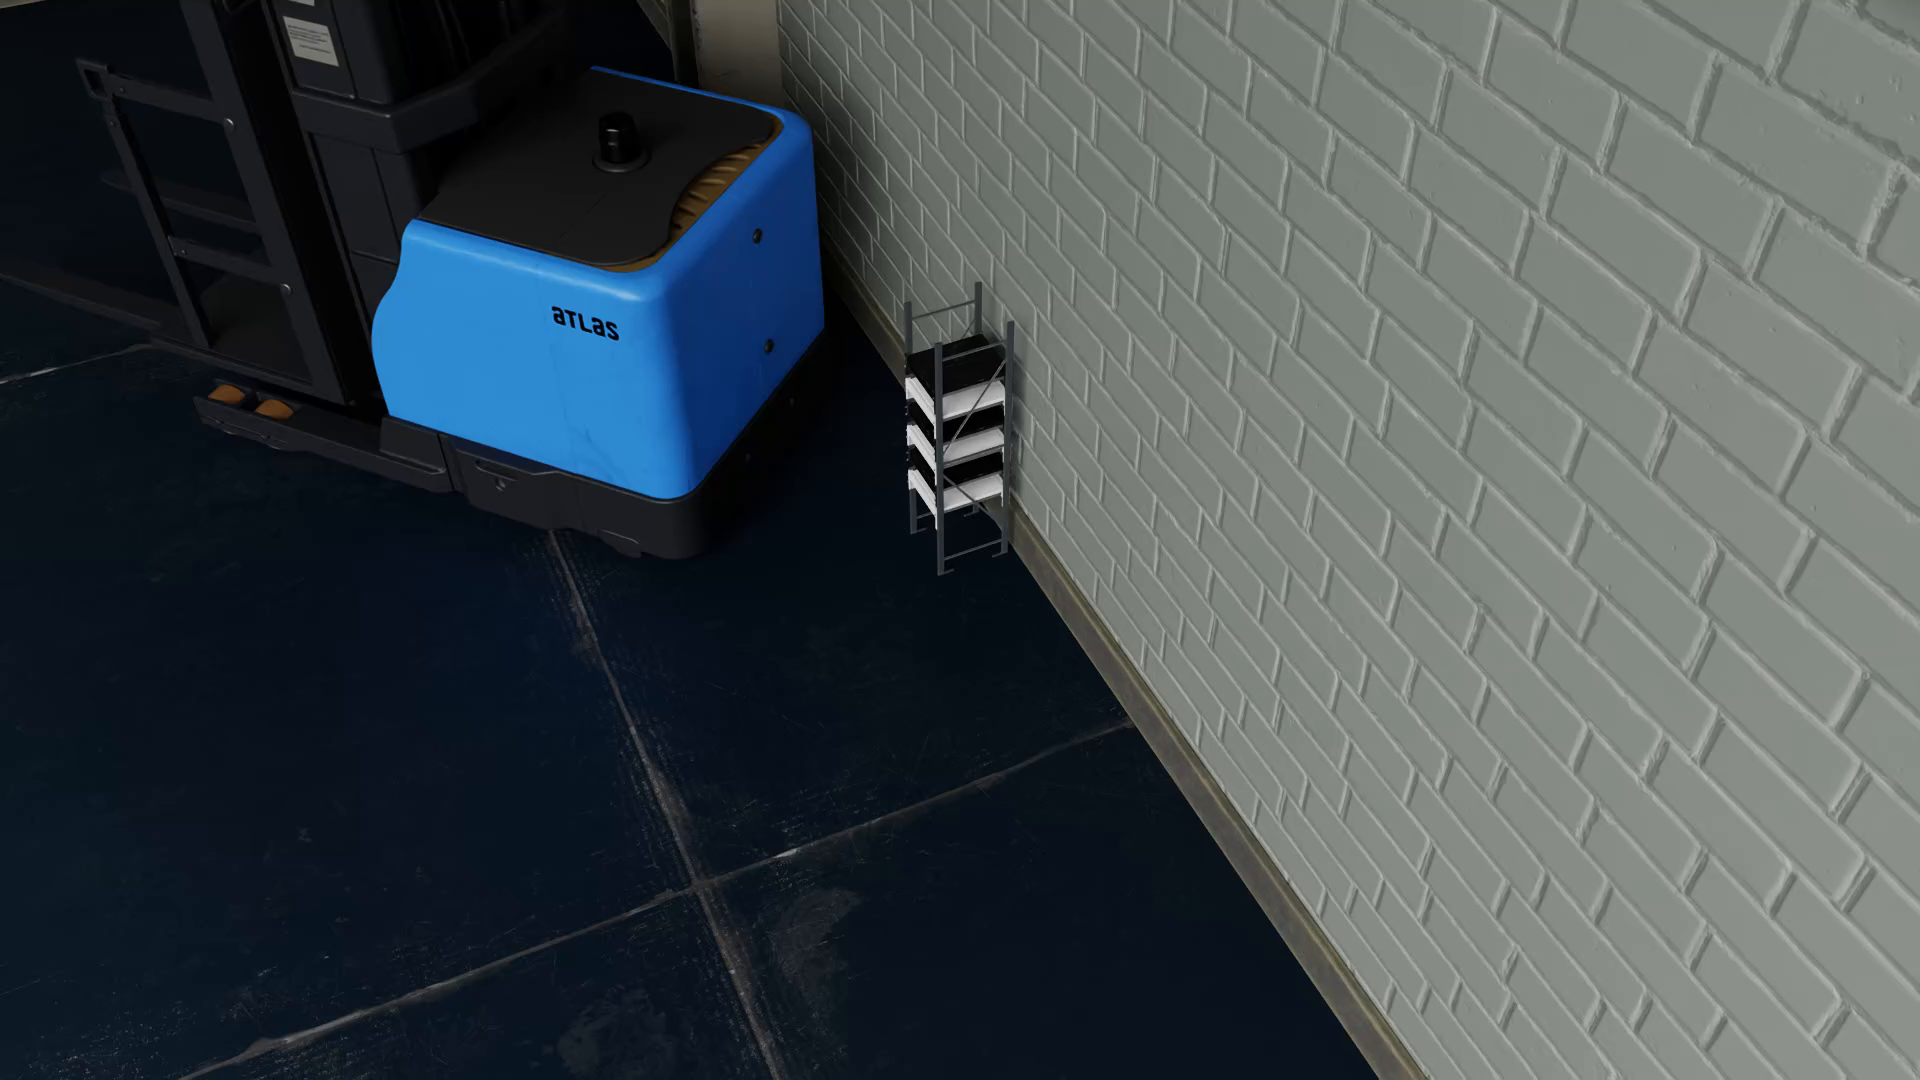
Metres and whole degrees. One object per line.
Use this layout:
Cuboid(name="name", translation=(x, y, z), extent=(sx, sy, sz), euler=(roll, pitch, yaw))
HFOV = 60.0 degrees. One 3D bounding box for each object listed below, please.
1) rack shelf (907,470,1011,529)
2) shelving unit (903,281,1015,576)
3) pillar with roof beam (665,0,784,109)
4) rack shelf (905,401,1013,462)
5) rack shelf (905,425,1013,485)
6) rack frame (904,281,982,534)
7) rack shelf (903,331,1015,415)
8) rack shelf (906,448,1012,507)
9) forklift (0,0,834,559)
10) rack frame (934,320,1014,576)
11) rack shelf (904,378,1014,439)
Cuboid(name="rack shelf", translation=(-0.003, -0.160, 5.075), extent=(0.258, 0.077, 0.200), euler=(-19, 48, -18))
Cuboid(name="shelving unit", translation=(-0.003, -0.312, 4.925), extent=(0.258, 0.900, 0.210), euler=(-19, 48, -18))
Cuboid(name="pillar with roof beam", translation=(-4.777, -3.288, 2.175), extent=(9.100, 9.000, 0.400), euler=(-18, 47, -17))
Cuboid(name="rack shelf", translation=(-0.003, -0.352, 4.885), extent=(0.258, 0.077, 0.200), euler=(-19, 48, -18))
Cuboid(name="rack shelf", translation=(-0.003, -0.288, 4.949), extent=(0.258, 0.077, 0.200), euler=(-19, 48, -18))
Cuboid(name="rack frame", translation=(-0.047, -0.376, 4.990), extent=(0.240, 0.900, 0.006), euler=(-19, 48, -18))
Cuboid(name="rack shelf", translation=(-0.003, -0.480, 4.759), extent=(0.258, 0.077, 0.200), euler=(-19, 48, -18))
Cuboid(name="rack shelf", translation=(-0.003, -0.224, 5.012), extent=(0.258, 0.077, 0.200), euler=(-19, 48, -18))
Cuboid(name="forklift", translation=(-1.998, -1.668, 4.854), extent=(3.031, 2.935, 1.130), euler=(17, 47, 16))
Cuboid(name="rack frame", translation=(0.040, -0.247, 4.860), extent=(0.240, 0.900, 0.006), euler=(-19, 48, -18))
Cuboid(name="rack shelf", translation=(-0.003, -0.416, 4.822), extent=(0.258, 0.077, 0.200), euler=(-19, 48, -18))
